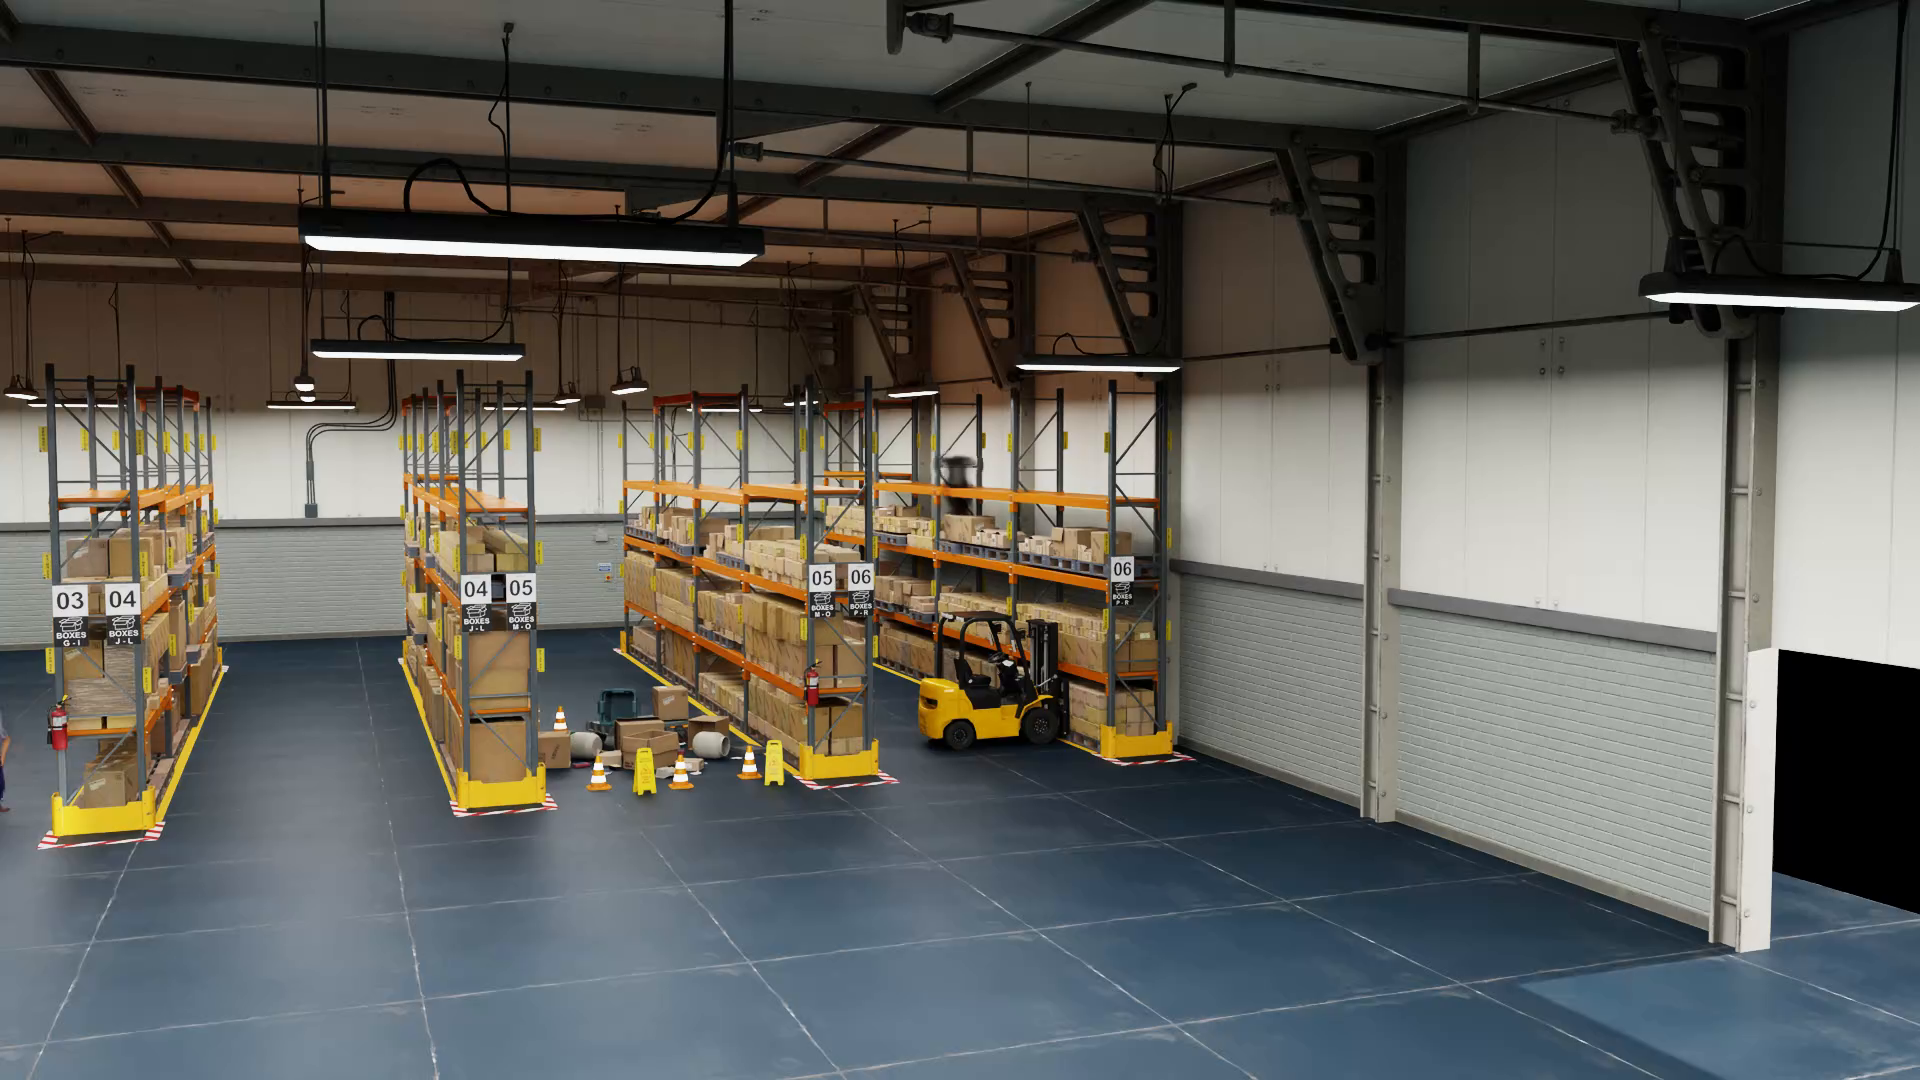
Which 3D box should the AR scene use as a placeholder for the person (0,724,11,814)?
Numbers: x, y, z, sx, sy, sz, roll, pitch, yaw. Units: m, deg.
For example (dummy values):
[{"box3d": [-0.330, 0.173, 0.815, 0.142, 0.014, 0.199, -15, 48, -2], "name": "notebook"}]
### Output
[{"box3d": [-12.923, 3.021, 22.082, 0.778, 1.430, 0.694, 3, 4, 41], "name": "person"}]
